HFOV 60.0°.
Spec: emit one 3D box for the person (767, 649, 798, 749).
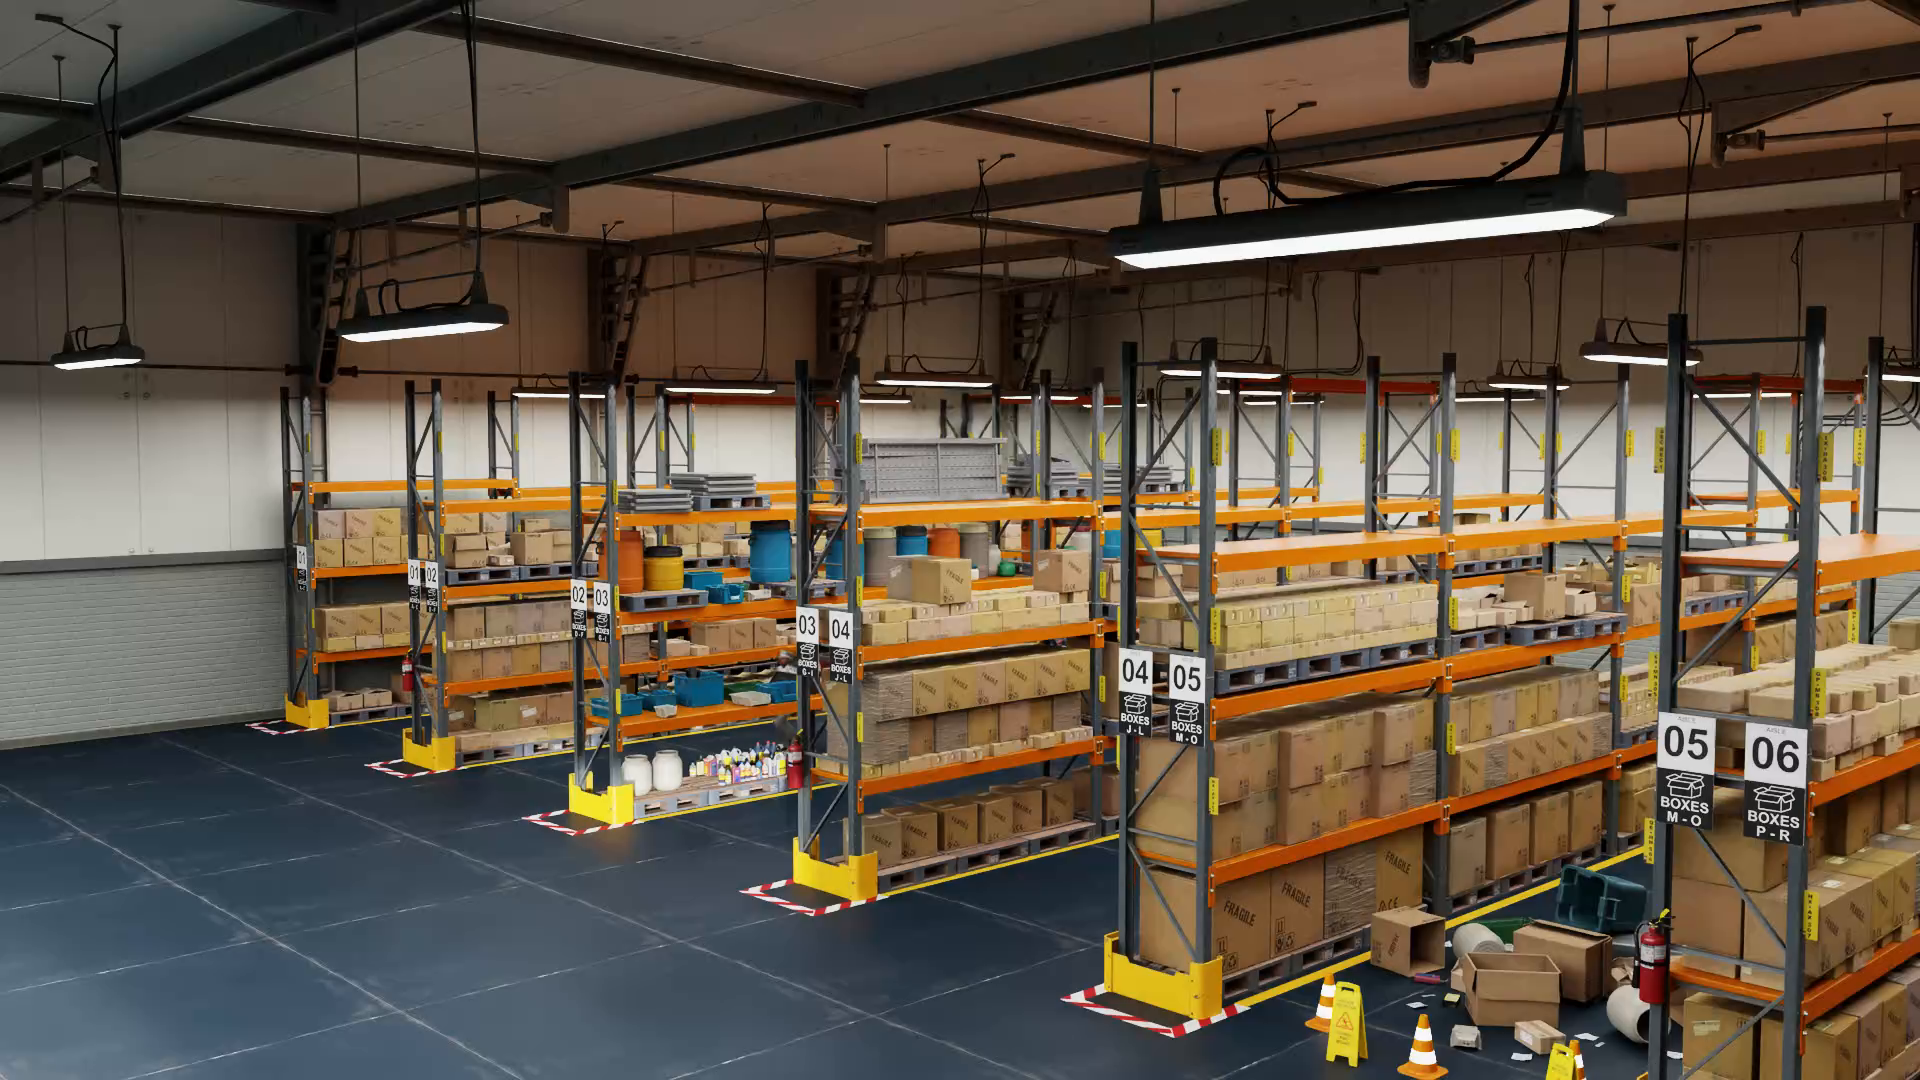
[{"bbox_3d":[-2.813,2.621,26.654,0.700,1.755,0.555,-3,5,-44],"label":"person"}]
